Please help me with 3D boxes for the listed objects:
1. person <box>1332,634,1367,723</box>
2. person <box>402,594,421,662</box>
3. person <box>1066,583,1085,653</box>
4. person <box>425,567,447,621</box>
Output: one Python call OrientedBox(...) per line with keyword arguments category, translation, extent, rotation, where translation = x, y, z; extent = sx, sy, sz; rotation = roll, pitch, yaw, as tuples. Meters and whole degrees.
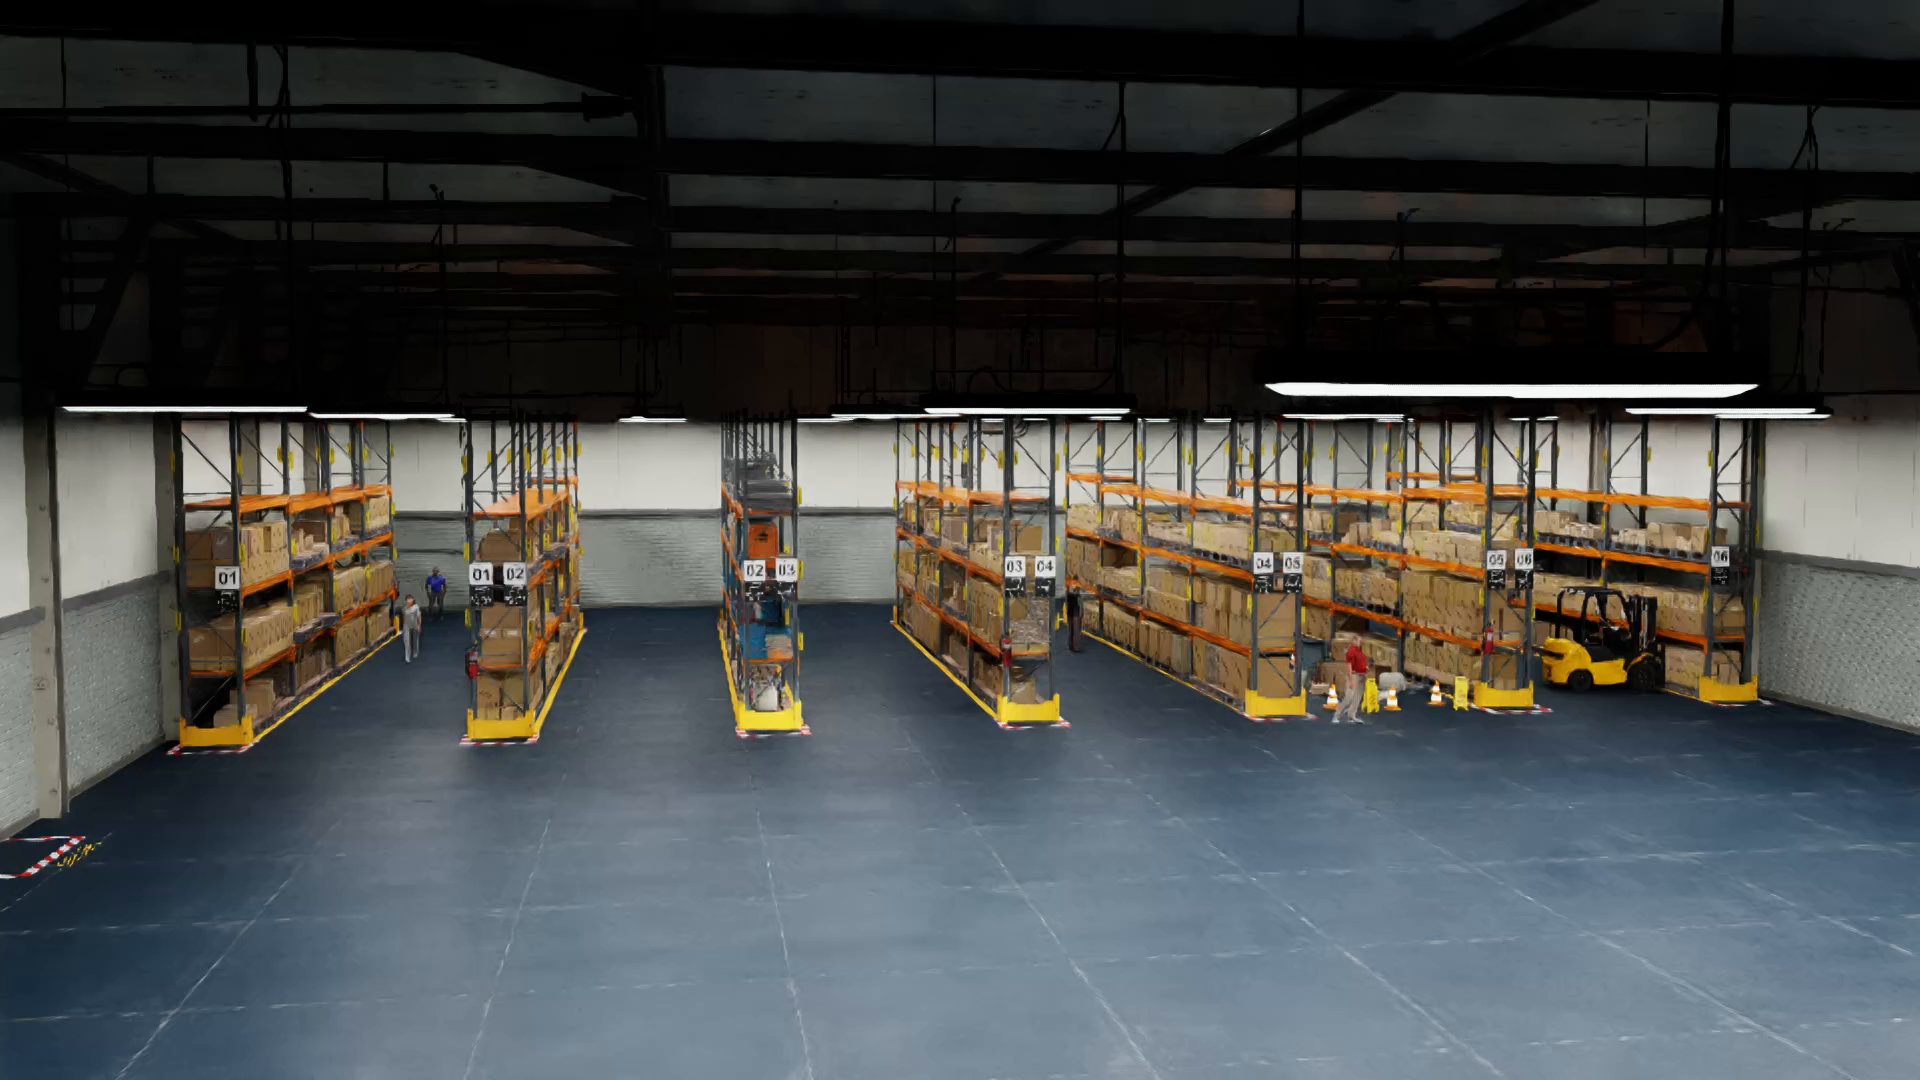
OrientedBox(category="person", translation=(7.438, 2.653, 31.728), extent=(0.547, 1.718, 0.729), rotation=(3, 5, 39))
OrientedBox(category="person", translation=(-13.265, 2.105, 40.248), extent=(0.453, 1.612, 1.019), rotation=(-1, 4, -11))
OrientedBox(category="person", translation=(2.919, 1.944, 41.641), extent=(0.450, 1.727, 0.584), rotation=(-3, 5, -40))
OrientedBox(category="person", translation=(-15.190, 1.568, 48.221), extent=(0.592, 1.604, 0.513), rotation=(-1, 4, -12))
